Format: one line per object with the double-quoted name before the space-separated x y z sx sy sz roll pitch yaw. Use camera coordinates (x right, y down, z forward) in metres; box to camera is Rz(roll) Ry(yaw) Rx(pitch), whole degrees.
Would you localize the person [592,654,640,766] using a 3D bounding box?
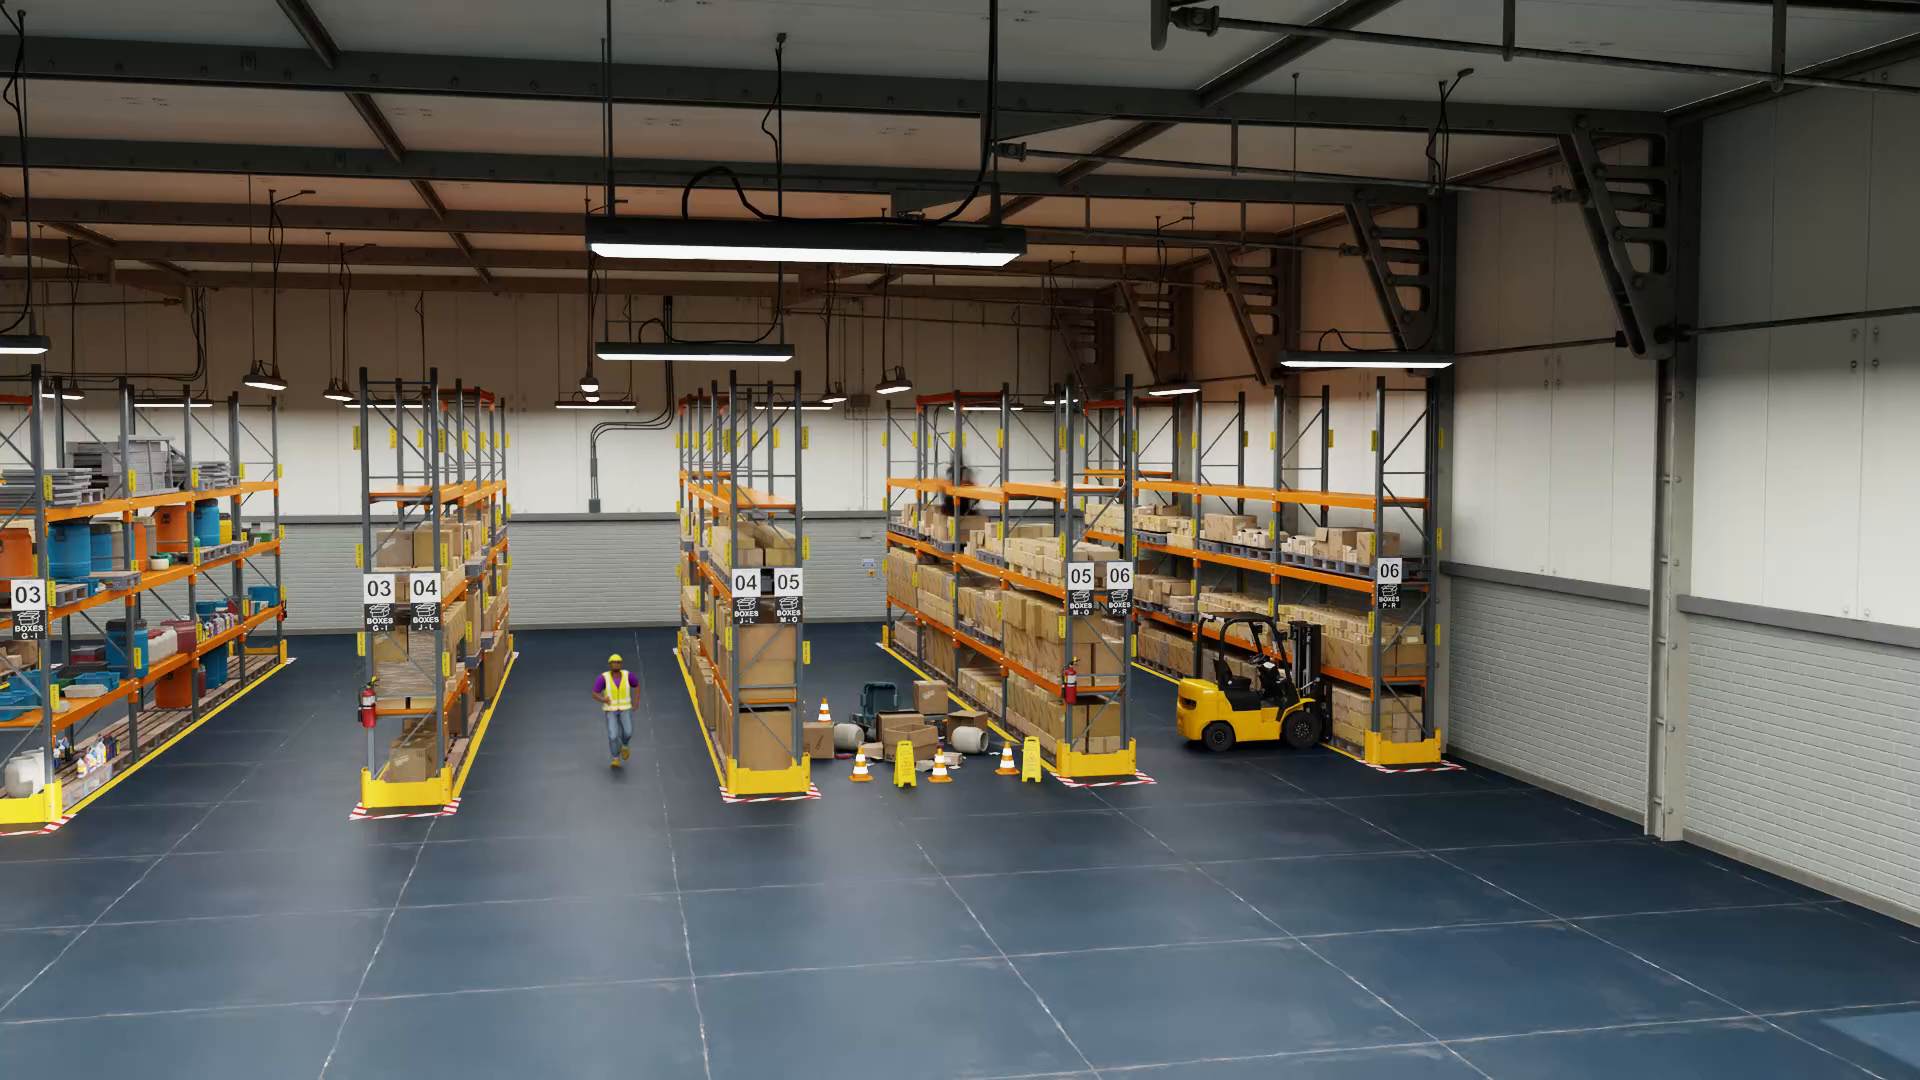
"person" -5.249 2.613 25.491 0.756 1.730 0.558 -1 4 -20
